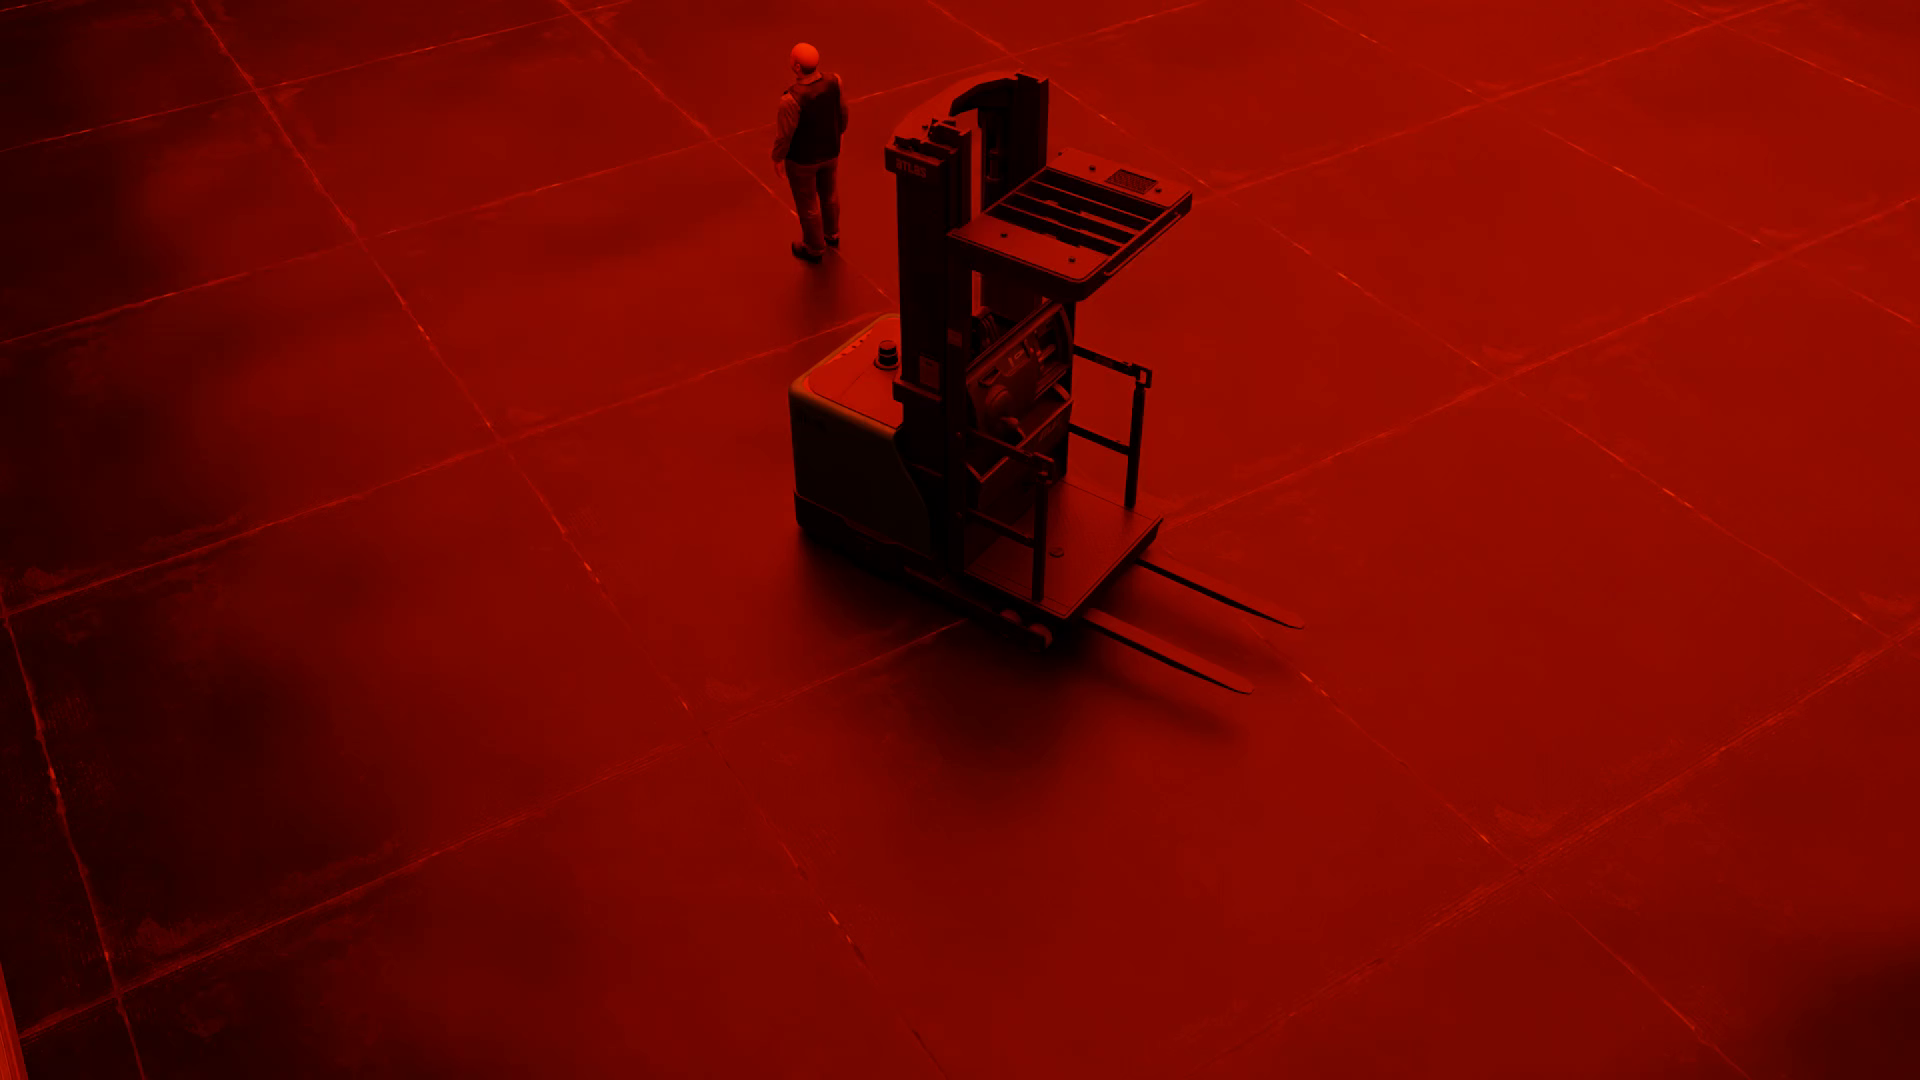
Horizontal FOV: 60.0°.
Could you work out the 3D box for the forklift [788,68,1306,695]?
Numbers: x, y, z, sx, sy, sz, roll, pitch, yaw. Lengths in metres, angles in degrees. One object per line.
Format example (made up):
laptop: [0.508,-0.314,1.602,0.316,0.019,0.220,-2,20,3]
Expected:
forklift: [0.496,-0.872,8.869,3.031,2.935,1.130,25,47,26]

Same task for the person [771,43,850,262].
person: [-1.111,-2.812,11.997,0.633,1.722,0.566,-29,49,-29]
